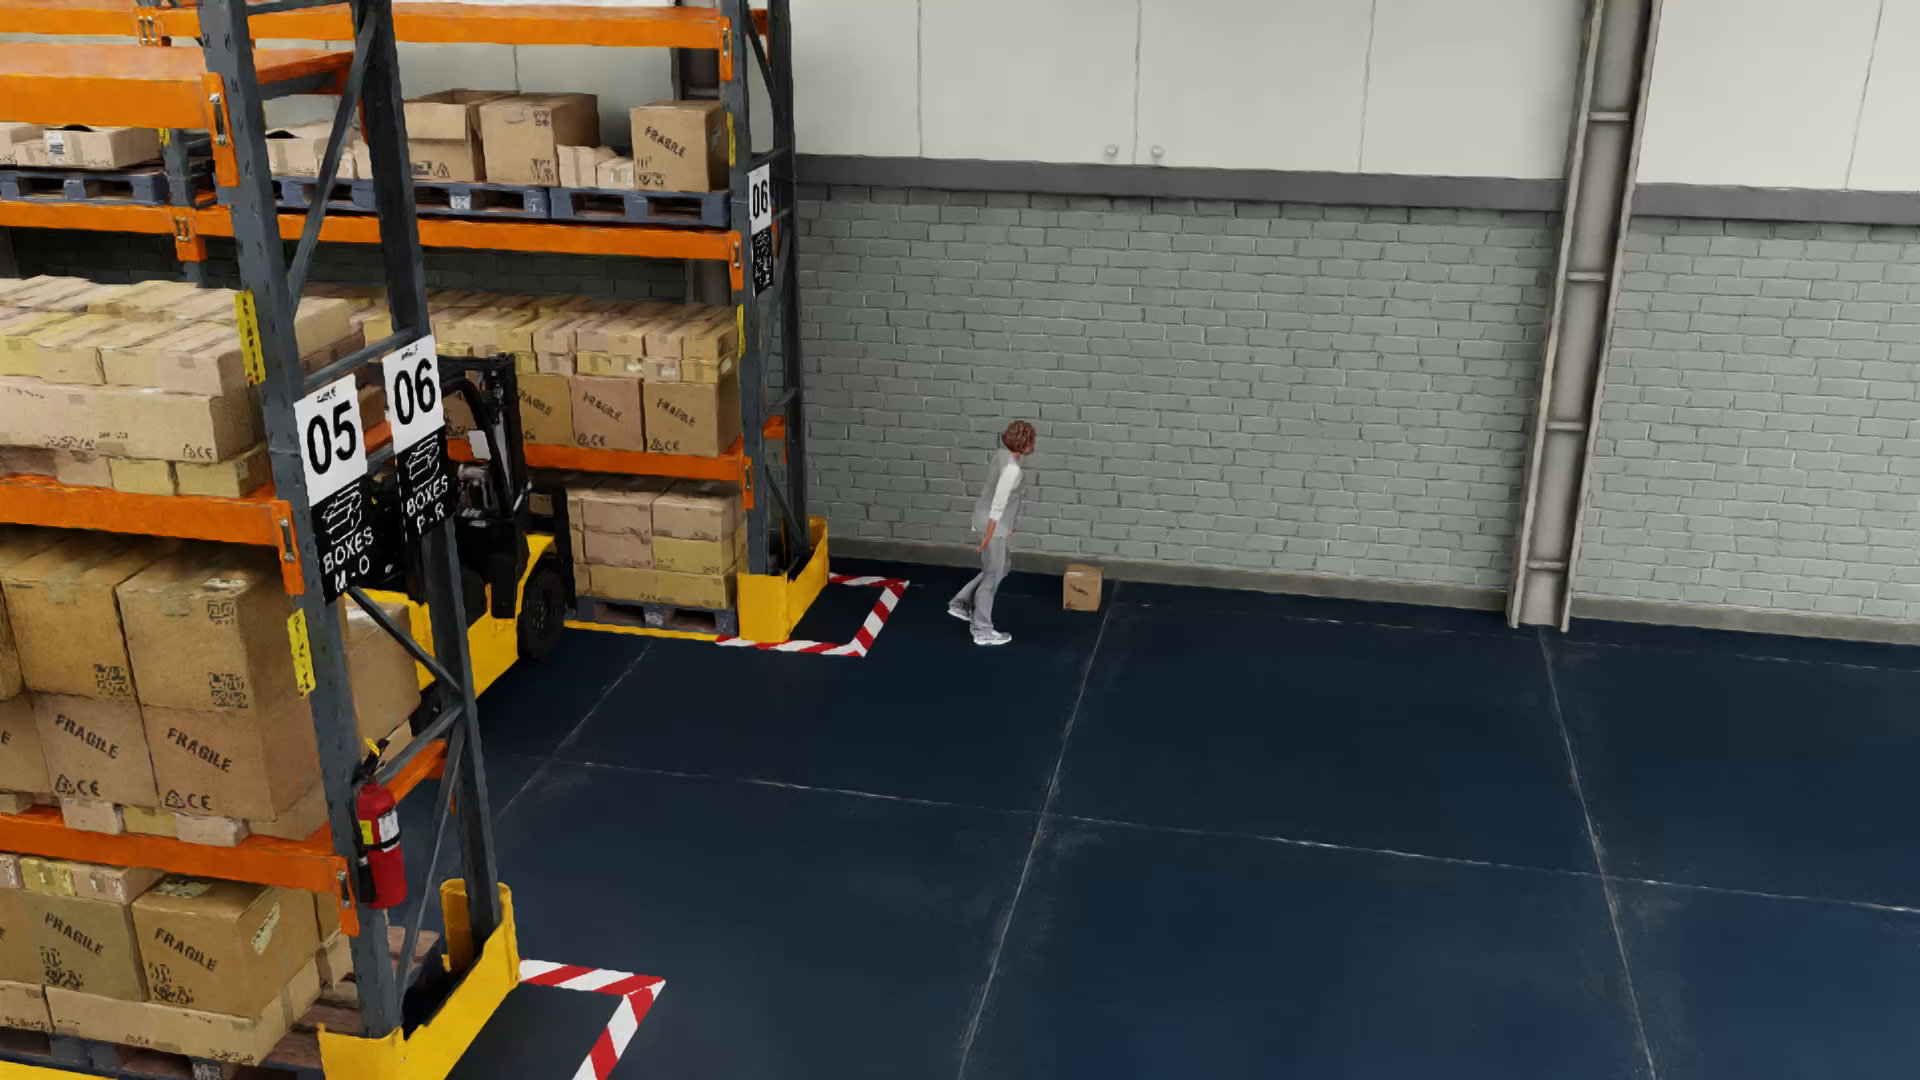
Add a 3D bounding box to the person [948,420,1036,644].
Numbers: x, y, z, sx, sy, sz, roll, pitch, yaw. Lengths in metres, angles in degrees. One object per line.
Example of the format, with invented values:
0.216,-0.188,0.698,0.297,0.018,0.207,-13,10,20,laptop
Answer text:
0.215,-0.053,11.256,0.581,1.574,0.420,-3,22,-7,person
